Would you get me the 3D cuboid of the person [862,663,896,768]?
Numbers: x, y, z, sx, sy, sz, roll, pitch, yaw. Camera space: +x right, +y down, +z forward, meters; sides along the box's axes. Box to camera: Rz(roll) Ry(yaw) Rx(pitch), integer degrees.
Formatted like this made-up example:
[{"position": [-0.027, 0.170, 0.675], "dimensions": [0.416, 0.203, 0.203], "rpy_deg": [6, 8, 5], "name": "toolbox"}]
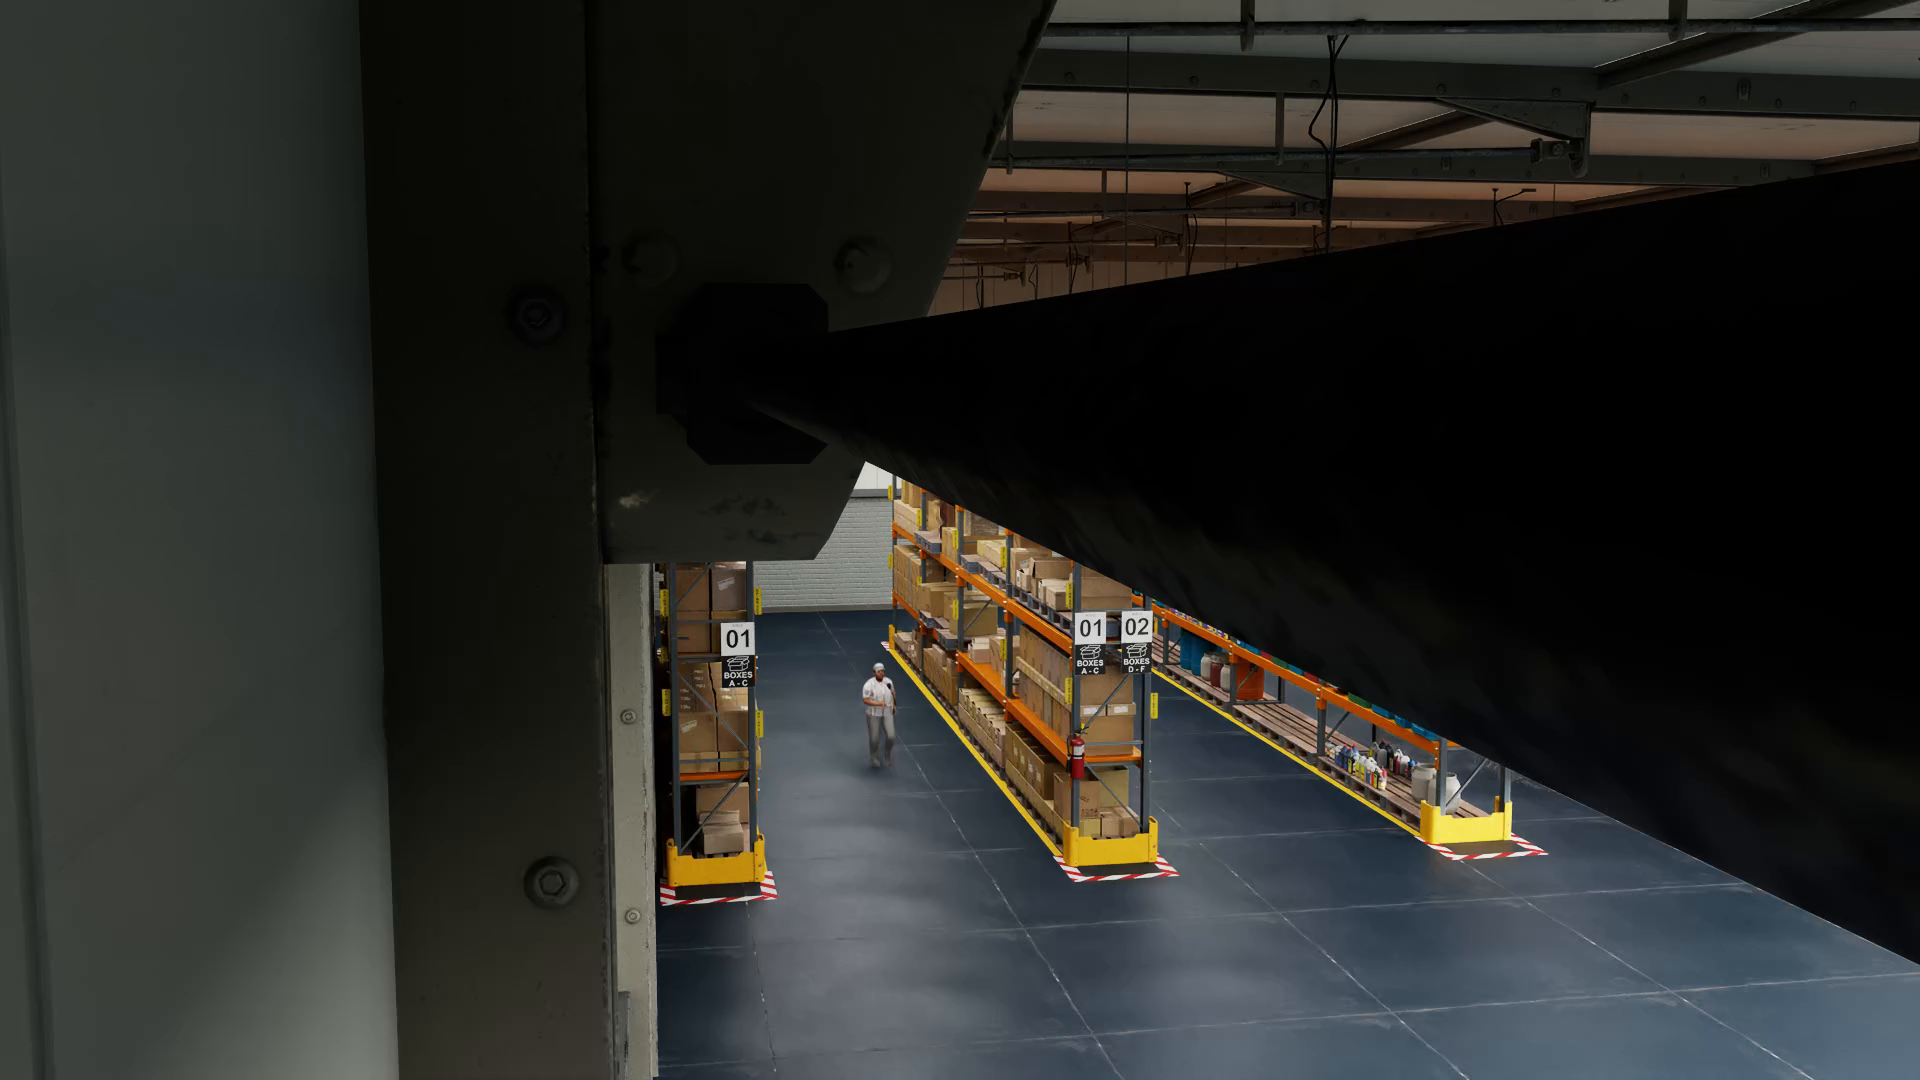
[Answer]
[{"position": [-1.239, 2.724, 25.779], "dimensions": [0.555, 1.648, 0.643], "rpy_deg": [-2, 7, -19], "name": "person"}]
